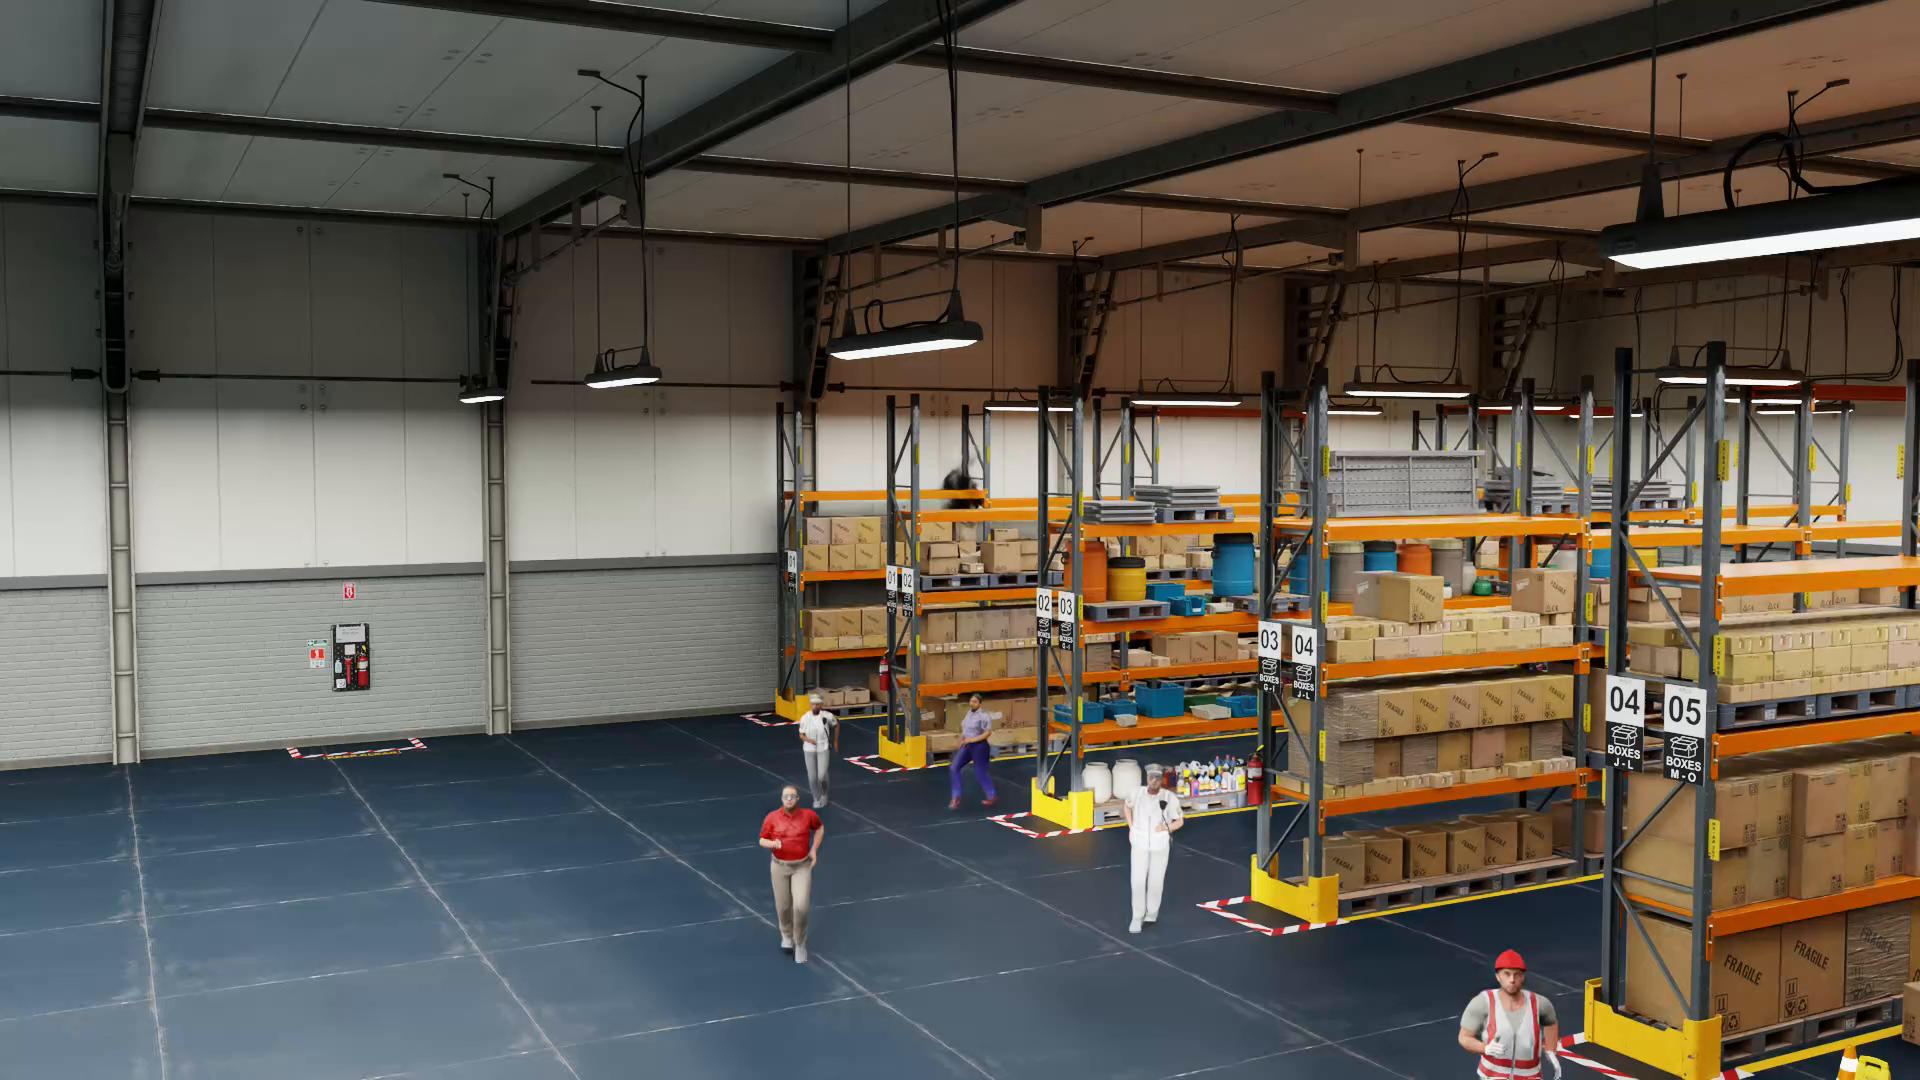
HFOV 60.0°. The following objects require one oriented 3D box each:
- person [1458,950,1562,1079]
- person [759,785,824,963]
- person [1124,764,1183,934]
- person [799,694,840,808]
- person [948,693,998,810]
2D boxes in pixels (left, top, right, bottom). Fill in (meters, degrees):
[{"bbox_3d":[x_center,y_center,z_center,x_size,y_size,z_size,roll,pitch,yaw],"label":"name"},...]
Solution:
[{"bbox_3d":[3.657,3.613,11.073,0.660,1.769,1.001,1,3,14],"label":"person"},{"bbox_3d":[-1.702,3.368,16.764,0.640,1.786,0.726,0,3,-1],"label":"person"},{"bbox_3d":[2.059,3.292,17.760,0.643,1.841,0.708,1,3,9],"label":"person"},{"bbox_3d":[-2.001,2.993,23.559,0.545,1.663,0.662,0,3,2],"label":"person"},{"bbox_3d":[0.225,3.018,23.689,0.725,1.687,0.609,-3,4,-42],"label":"person"}]
